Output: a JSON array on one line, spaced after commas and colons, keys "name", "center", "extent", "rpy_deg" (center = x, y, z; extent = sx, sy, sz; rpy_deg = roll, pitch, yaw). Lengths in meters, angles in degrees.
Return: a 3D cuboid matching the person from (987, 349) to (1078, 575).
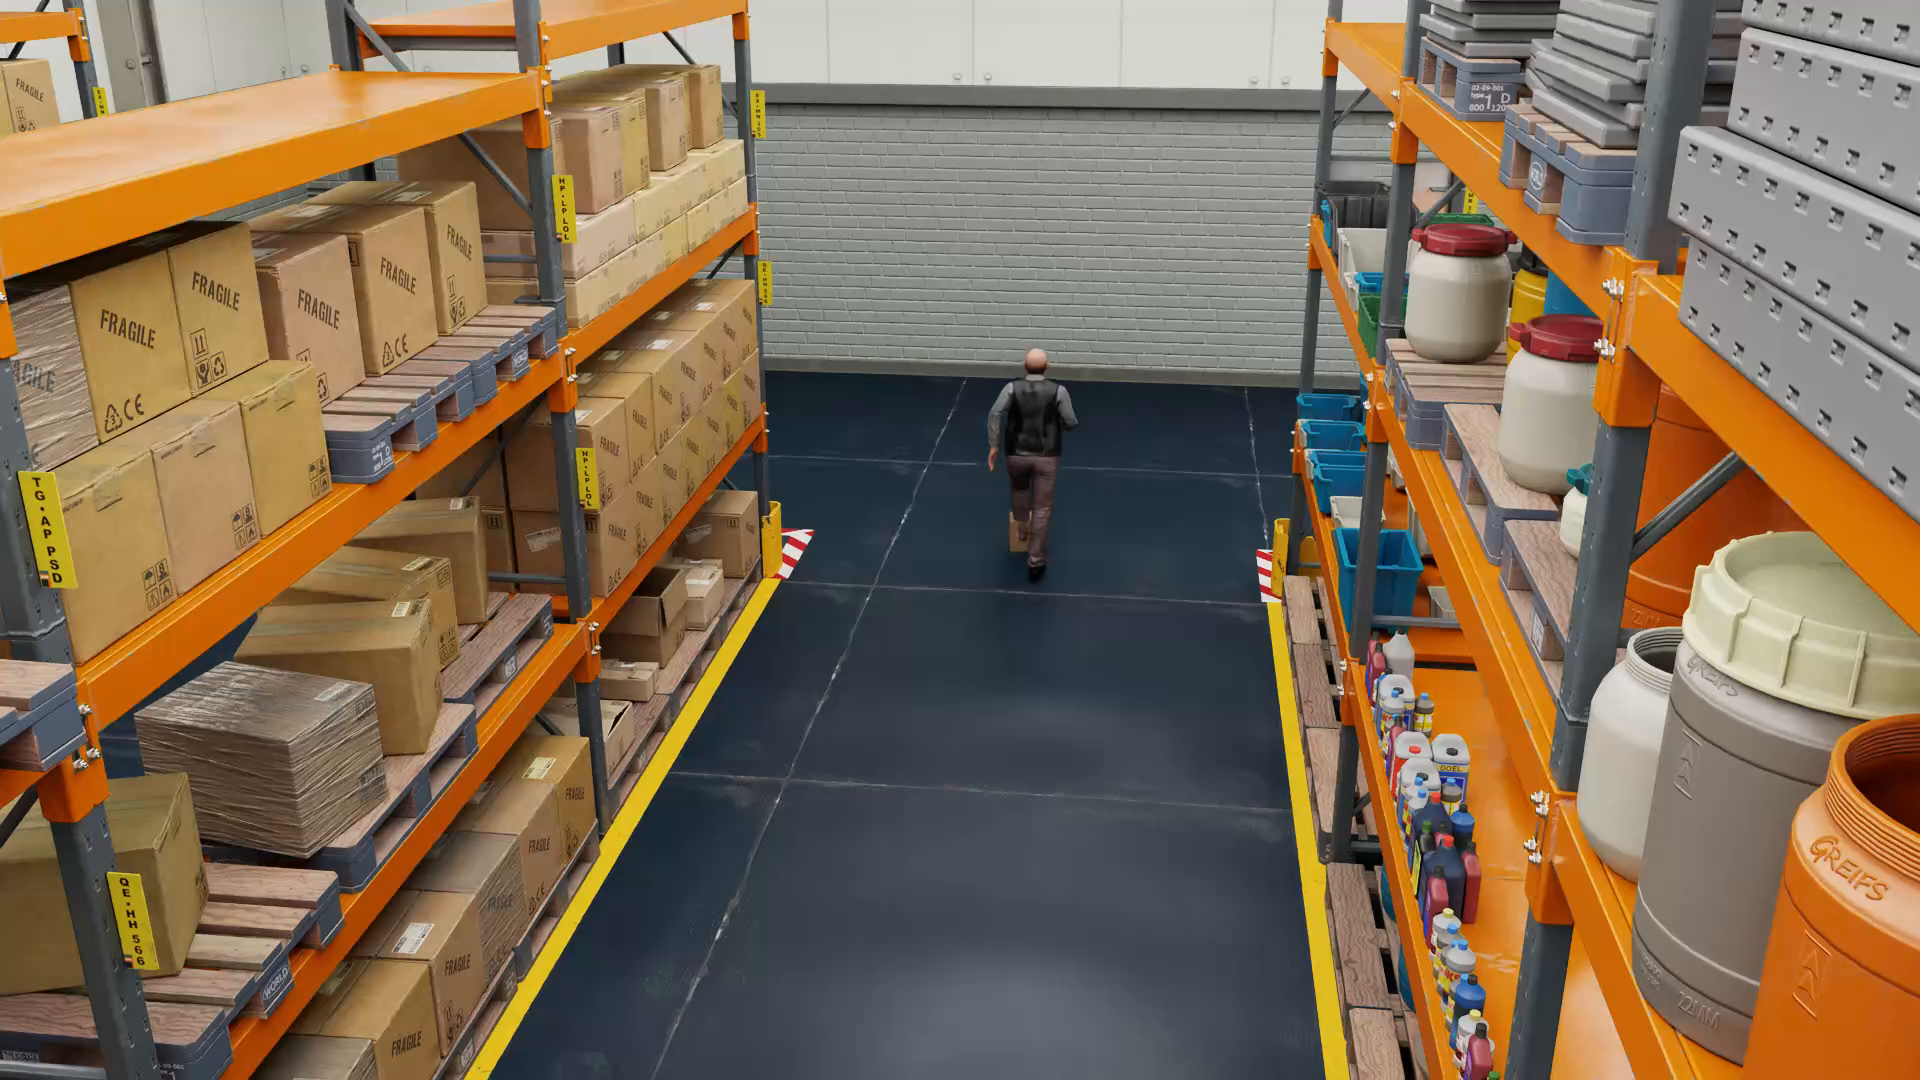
[{"name": "person", "center": [0.558, -0.640, 12.857], "extent": [0.663, 1.637, 0.936], "rpy_deg": [5, 22, 13]}]
